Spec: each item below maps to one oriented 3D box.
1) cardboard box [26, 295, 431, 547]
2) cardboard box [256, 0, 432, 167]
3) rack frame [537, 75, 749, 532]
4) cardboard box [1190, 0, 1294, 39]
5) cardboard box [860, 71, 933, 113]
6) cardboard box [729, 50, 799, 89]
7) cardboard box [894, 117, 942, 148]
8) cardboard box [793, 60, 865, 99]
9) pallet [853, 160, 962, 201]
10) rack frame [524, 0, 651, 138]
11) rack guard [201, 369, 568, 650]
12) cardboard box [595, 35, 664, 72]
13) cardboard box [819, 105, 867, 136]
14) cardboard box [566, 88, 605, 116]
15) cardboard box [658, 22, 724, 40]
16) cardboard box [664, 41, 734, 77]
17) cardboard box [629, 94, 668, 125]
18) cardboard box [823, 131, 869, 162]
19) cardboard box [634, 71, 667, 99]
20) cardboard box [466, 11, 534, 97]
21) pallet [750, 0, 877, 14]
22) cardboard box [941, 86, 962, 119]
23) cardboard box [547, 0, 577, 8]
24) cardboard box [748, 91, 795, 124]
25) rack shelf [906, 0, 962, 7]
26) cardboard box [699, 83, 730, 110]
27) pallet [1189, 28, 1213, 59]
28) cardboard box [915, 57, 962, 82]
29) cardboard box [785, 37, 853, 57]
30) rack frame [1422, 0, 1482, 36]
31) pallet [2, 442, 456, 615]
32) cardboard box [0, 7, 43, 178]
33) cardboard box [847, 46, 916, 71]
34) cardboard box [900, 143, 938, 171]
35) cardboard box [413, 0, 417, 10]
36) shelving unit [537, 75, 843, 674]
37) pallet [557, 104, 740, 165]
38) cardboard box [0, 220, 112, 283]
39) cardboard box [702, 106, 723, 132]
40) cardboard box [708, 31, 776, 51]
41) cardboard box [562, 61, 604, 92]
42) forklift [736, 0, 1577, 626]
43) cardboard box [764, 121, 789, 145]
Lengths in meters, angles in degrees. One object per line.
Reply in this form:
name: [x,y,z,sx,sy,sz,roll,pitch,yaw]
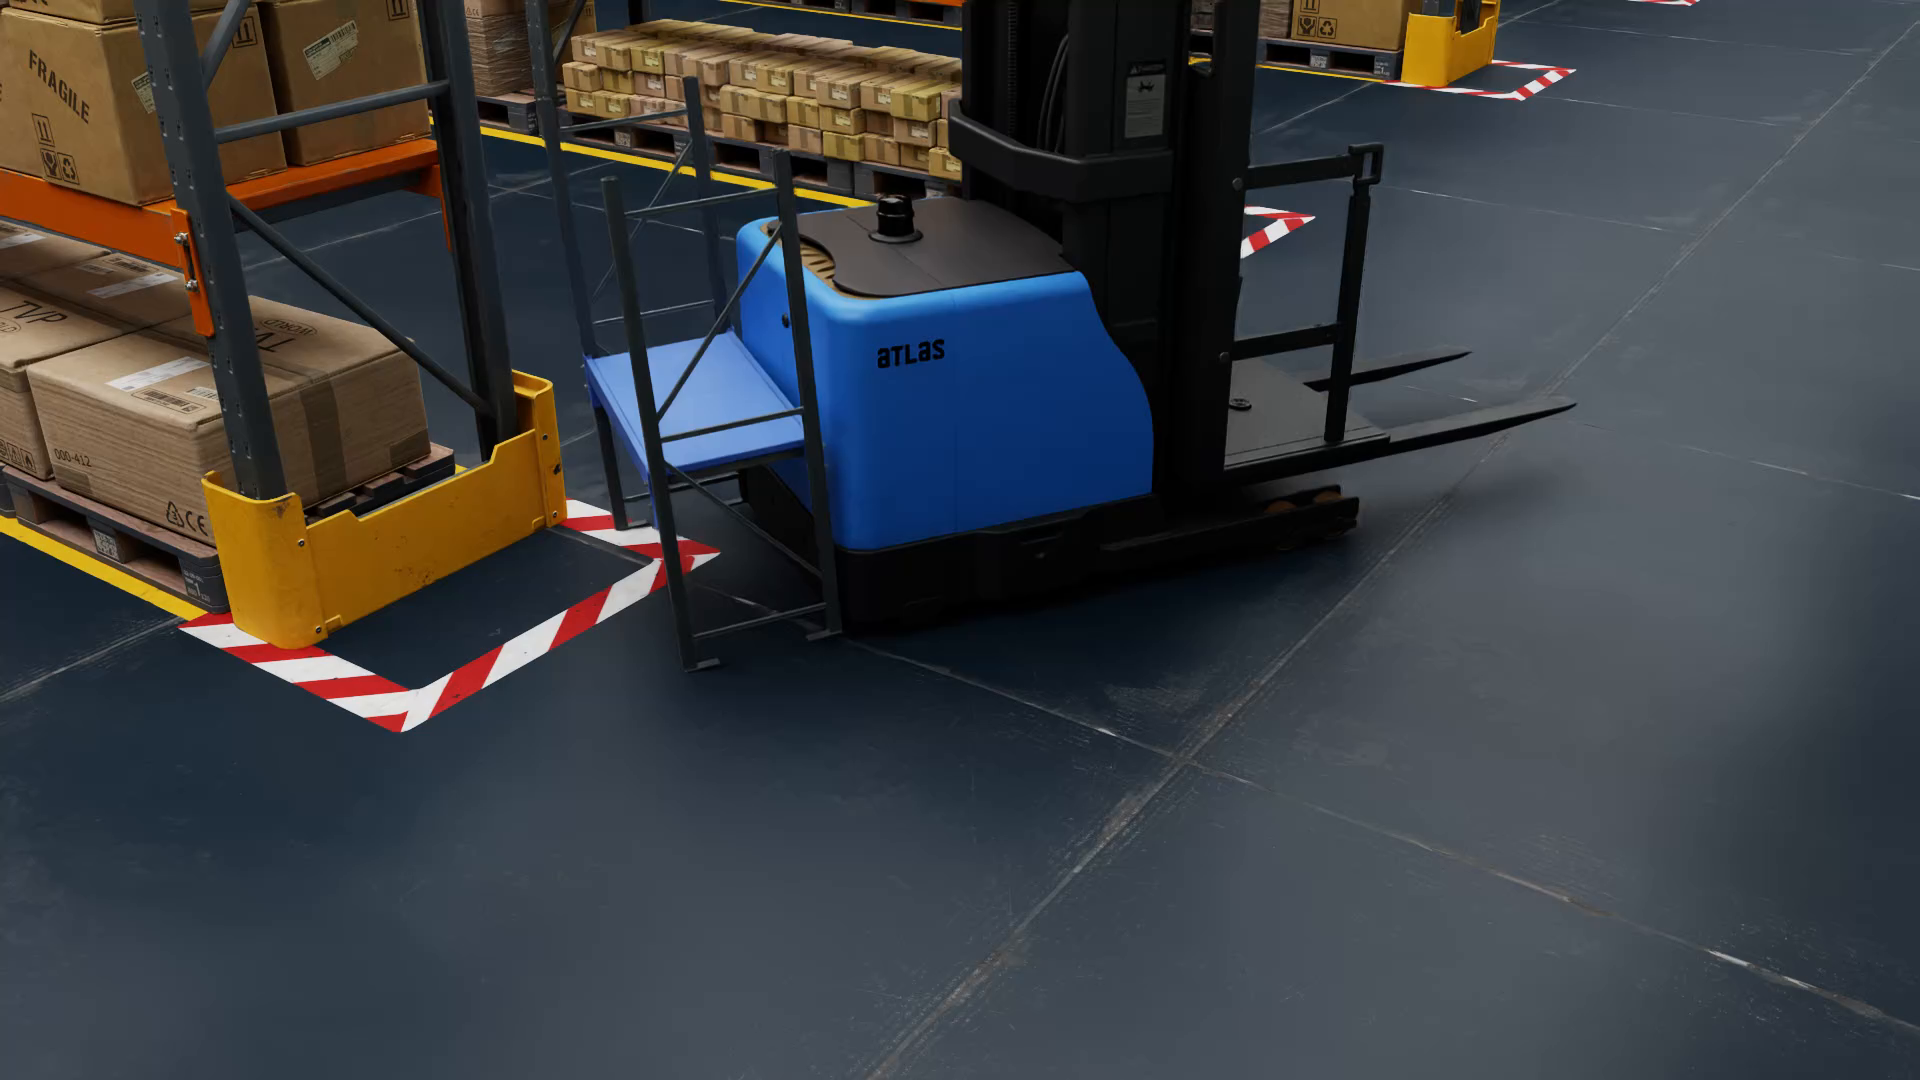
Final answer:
cardboard box: [-2.462,-0.434,5.658,0.875,0.438,0.875,16,31,29]
cardboard box: [-2.094,-1.532,5.343,0.500,0.500,0.500,17,32,30]
rack frame: [-1.018,-0.750,5.533,0.500,1.500,0.032,-14,30,-17]
cardboard box: [2.427,-4.570,13.303,0.875,0.875,0.875,17,32,30]
cardboard box: [-0.359,-2.552,9.481,0.250,0.149,0.380,16,31,28]
cardboard box: [-1.180,-2.844,10.055,0.250,0.149,0.380,16,31,28]
cardboard box: [-0.168,-2.344,9.402,0.250,0.149,0.380,16,31,28]
cardboard box: [-0.767,-2.709,9.790,0.250,0.149,0.380,16,31,29]
pallet: [0.146,-2.132,9.707,1.213,0.211,1.003,17,32,30]
rack frame: [-2.439,-4.161,10.619,0.127,3.000,1.000,17,32,30]
rack guard: [-1.841,-0.137,5.468,0.348,0.500,1.175,17,32,30]
cardboard box: [-2.079,-3.084,10.527,0.250,0.149,0.380,19,33,33]
cardboard box: [-0.602,-2.473,9.654,0.250,0.149,0.380,18,32,31]
cardboard box: [-2.321,-2.864,10.750,0.250,0.149,0.380,16,31,28]
cardboard box: [-1.765,-3.298,10.947,0.250,0.149,0.380,18,32,31]
cardboard box: [-1.615,-2.979,10.320,0.250,0.149,0.380,16,31,29]
cardboard box: [-1.867,-2.751,10.529,0.250,0.149,0.380,17,32,30]
cardboard box: [-0.589,-2.336,9.714,0.250,0.149,0.380,16,31,28]
cardboard box: [-1.841,-2.917,10.526,0.250,0.149,0.380,17,32,30]
cardboard box: [-3.192,-3.330,11.279,0.500,0.500,0.500,17,31,29]
pallet: [-1.236,-5.229,15.793,1.213,0.211,1.003,17,32,30]
cardboard box: [0.104,-2.443,9.267,0.250,0.149,0.380,18,32,31]
cardboard box: [-2.899,-3.857,11.487,0.500,0.250,0.500,16,31,28]
cardboard box: [-1.045,-2.606,9.915,0.250,0.149,0.380,18,32,31]
rack shelf: [-0.790,-3.327,9.773,4.000,0.370,1.077,17,32,30]
cardboard box: [-1.406,-2.767,10.232,0.250,0.149,0.380,19,33,33]
pallet: [2.045,-4.209,13.788,1.213,0.211,1.003,17,32,30]
cardboard box: [-0.063,-2.748,9.867,0.250,0.149,0.380,16,31,28]
cardboard box: [-0.882,-3.041,10.443,0.250,0.149,0.380,16,31,29]
rack frame: [3.750,-4.962,12.193,0.127,3.000,1.000,17,32,30]
pallet: [-2.565,-0.190,5.891,1.213,0.211,1.003,17,32,30]
cardboard box: [-2.814,-1.461,5.204,0.500,0.500,0.500,17,31,29]
cardboard box: [-0.477,-2.908,10.180,0.250,0.149,0.380,18,32,31]
cardboard box: [-0.132,-2.236,9.516,0.250,0.149,0.380,17,32,30]
cardboard box: [-3.612,-3.802,11.380,0.500,0.250,0.500,19,33,33]
shelving unit: [-0.830,-0.535,5.112,0.538,1.500,1.048,-14,30,-17]
pallet: [-1.865,-2.759,10.938,1.213,0.211,1.003,17,32,30]
cardboard box: [-3.963,-0.899,6.570,0.875,0.438,0.875,16,31,29]
cardboard box: [-1.388,-2.649,10.327,0.250,0.149,0.380,16,31,28]
cardboard box: [-1.386,-3.141,10.638,0.250,0.149,0.380,18,32,32]
cardboard box: [-2.321,-2.997,10.685,0.250,0.149,0.380,19,33,33]
forklift: [0.816,-1.476,5.418,3.031,2.935,1.130,-12,29,-22]
cardboard box: [-0.969,-2.507,10.049,0.250,0.149,0.380,18,32,32]
